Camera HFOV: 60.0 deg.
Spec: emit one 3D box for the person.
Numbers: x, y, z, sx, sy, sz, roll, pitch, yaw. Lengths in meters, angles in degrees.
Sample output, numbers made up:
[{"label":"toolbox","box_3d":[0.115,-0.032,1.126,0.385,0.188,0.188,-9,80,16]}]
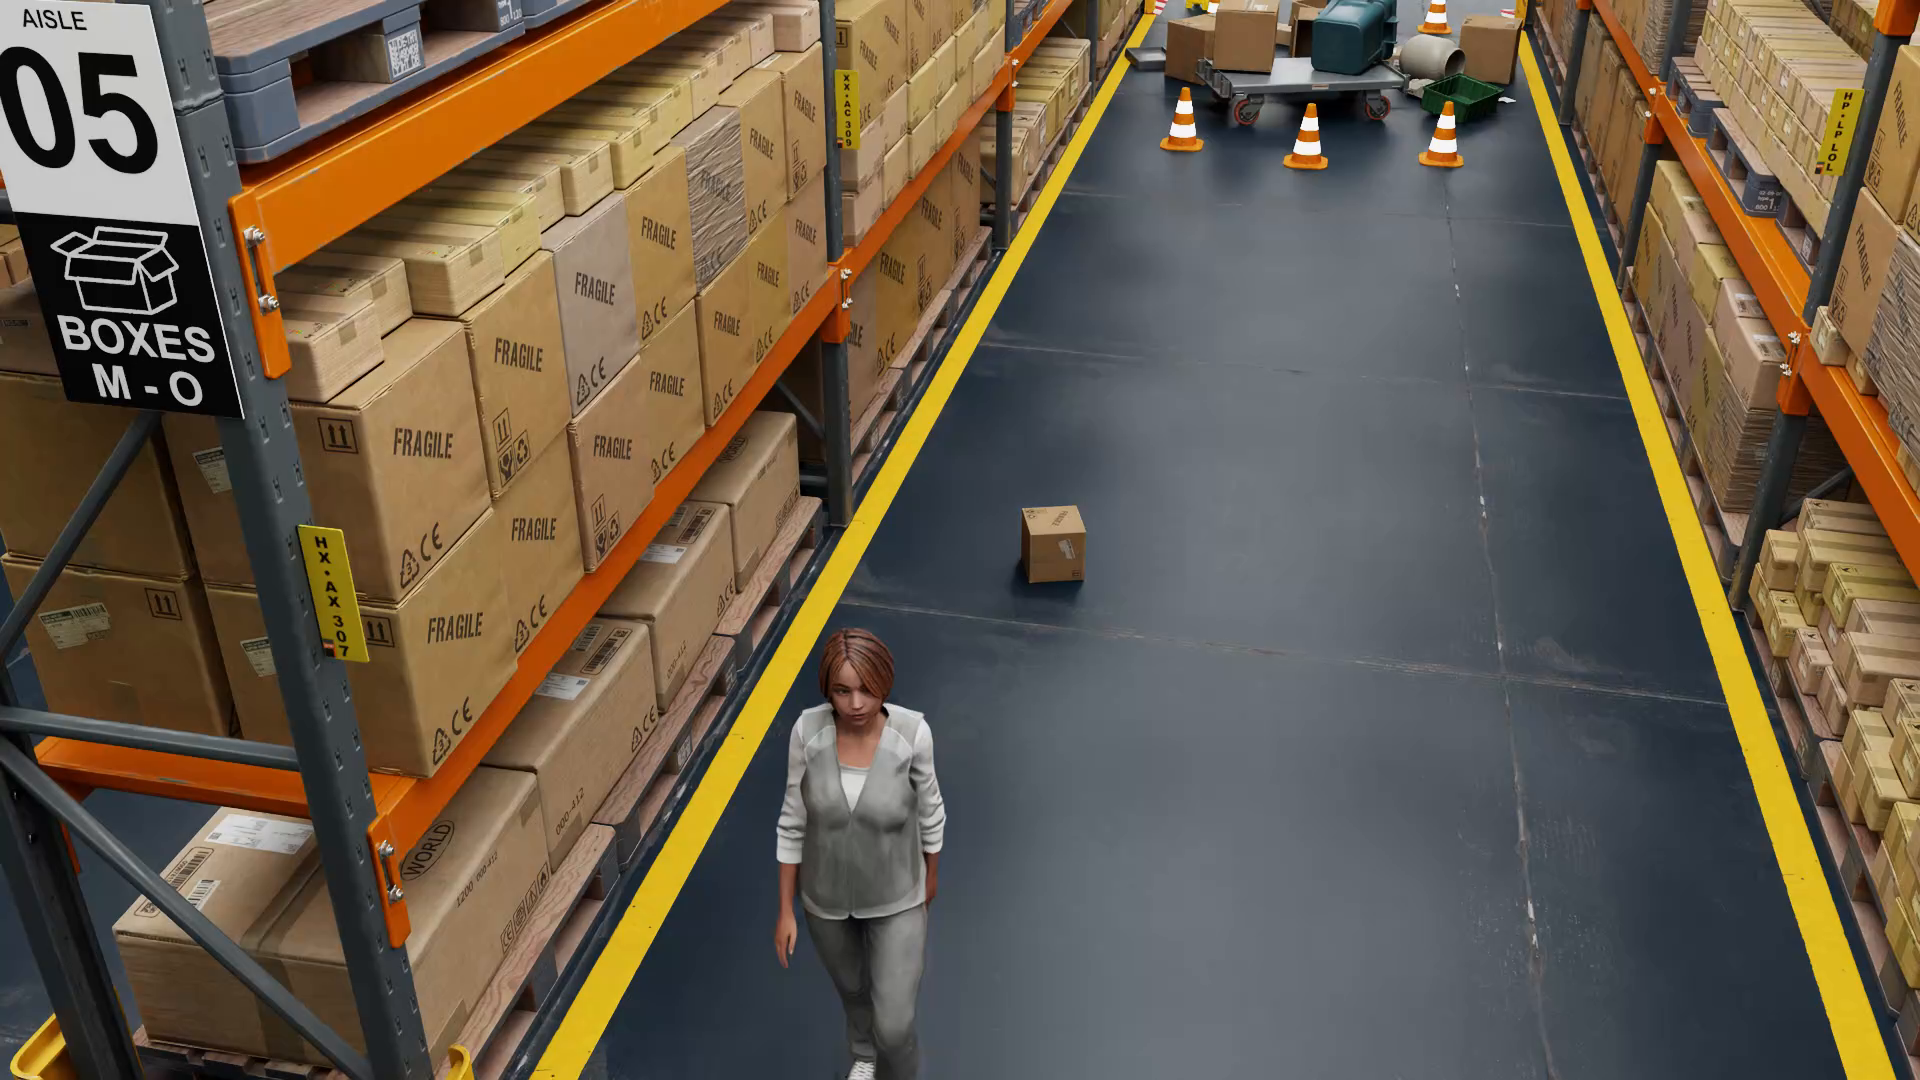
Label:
[{"label":"person","box_3d":[-0.261,0.970,4.411,0.415,1.640,0.485,5,30,8]}]
